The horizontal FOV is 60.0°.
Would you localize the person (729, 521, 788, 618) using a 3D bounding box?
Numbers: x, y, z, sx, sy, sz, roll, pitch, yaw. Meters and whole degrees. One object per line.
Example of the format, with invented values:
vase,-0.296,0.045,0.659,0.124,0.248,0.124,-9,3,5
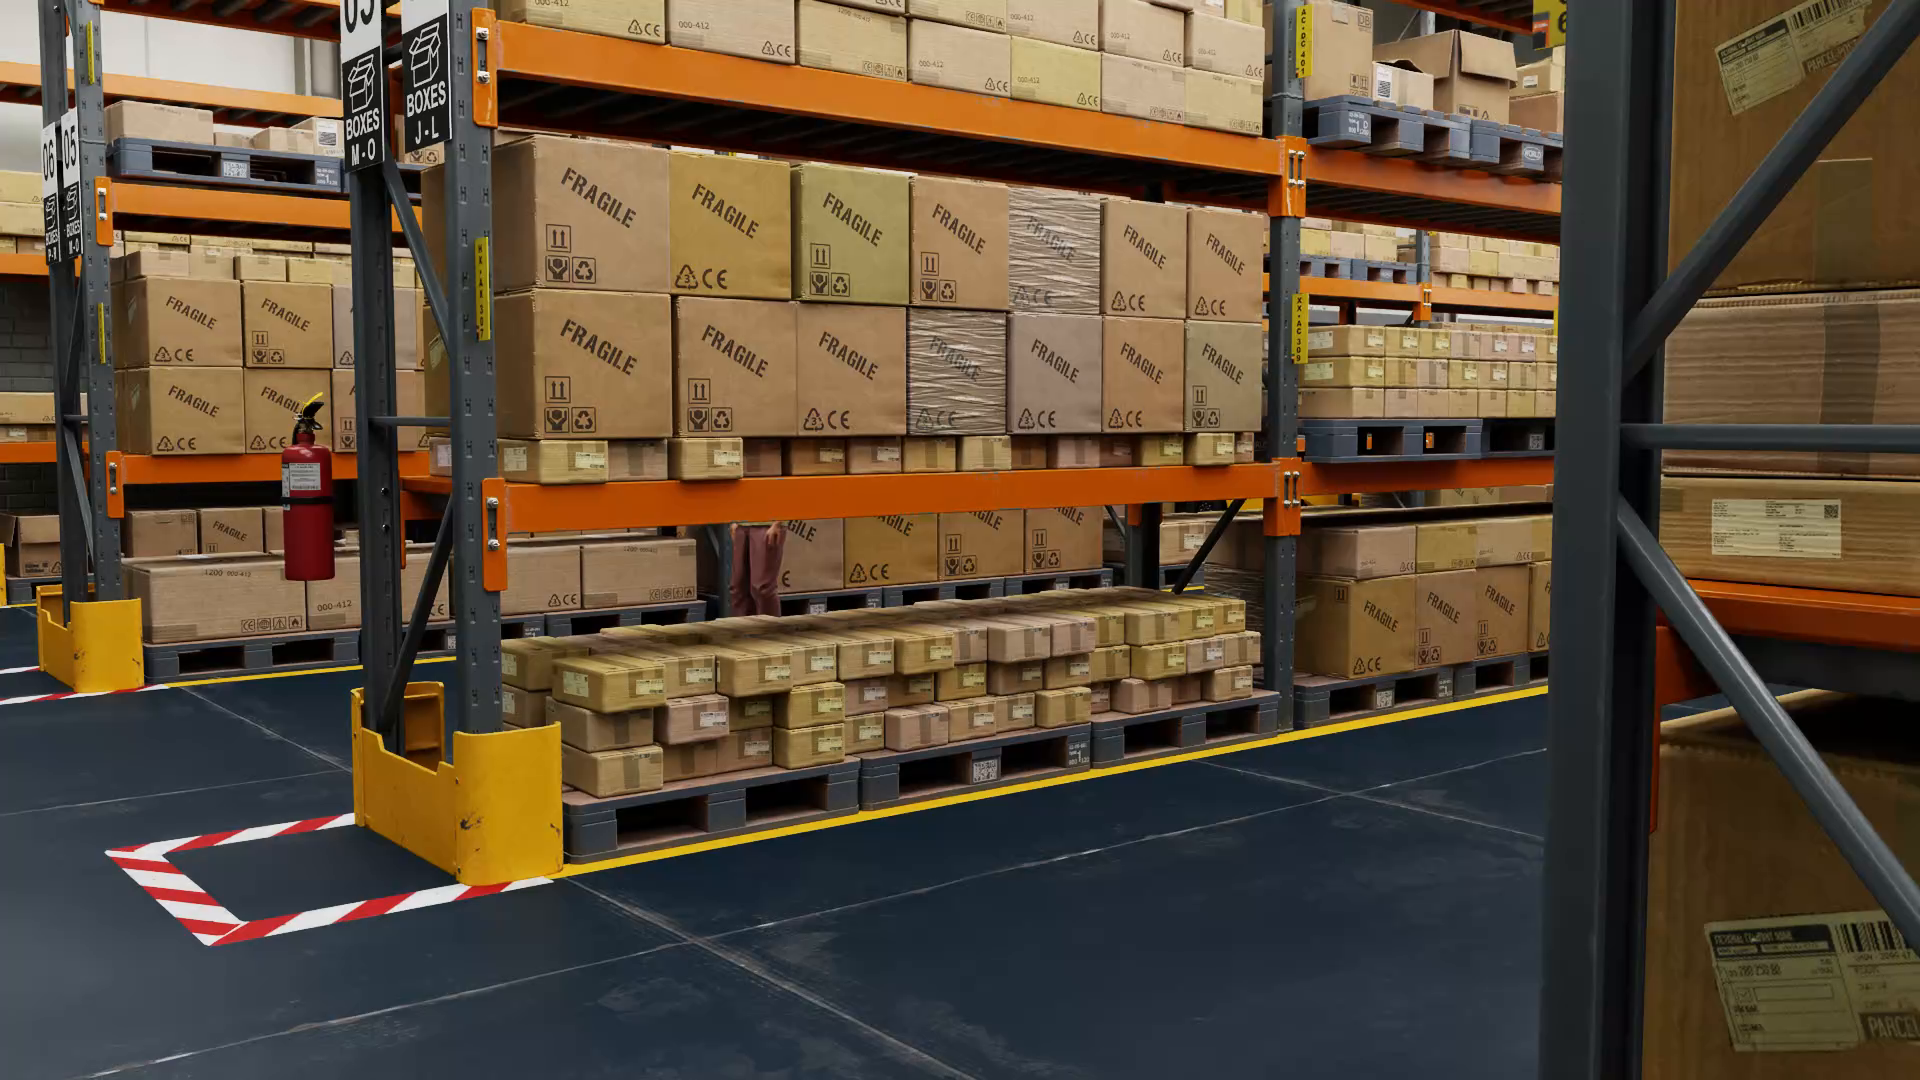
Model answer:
person,-1.229,0.054,10.044,0.354,1.438,0.499,-4,6,-39
